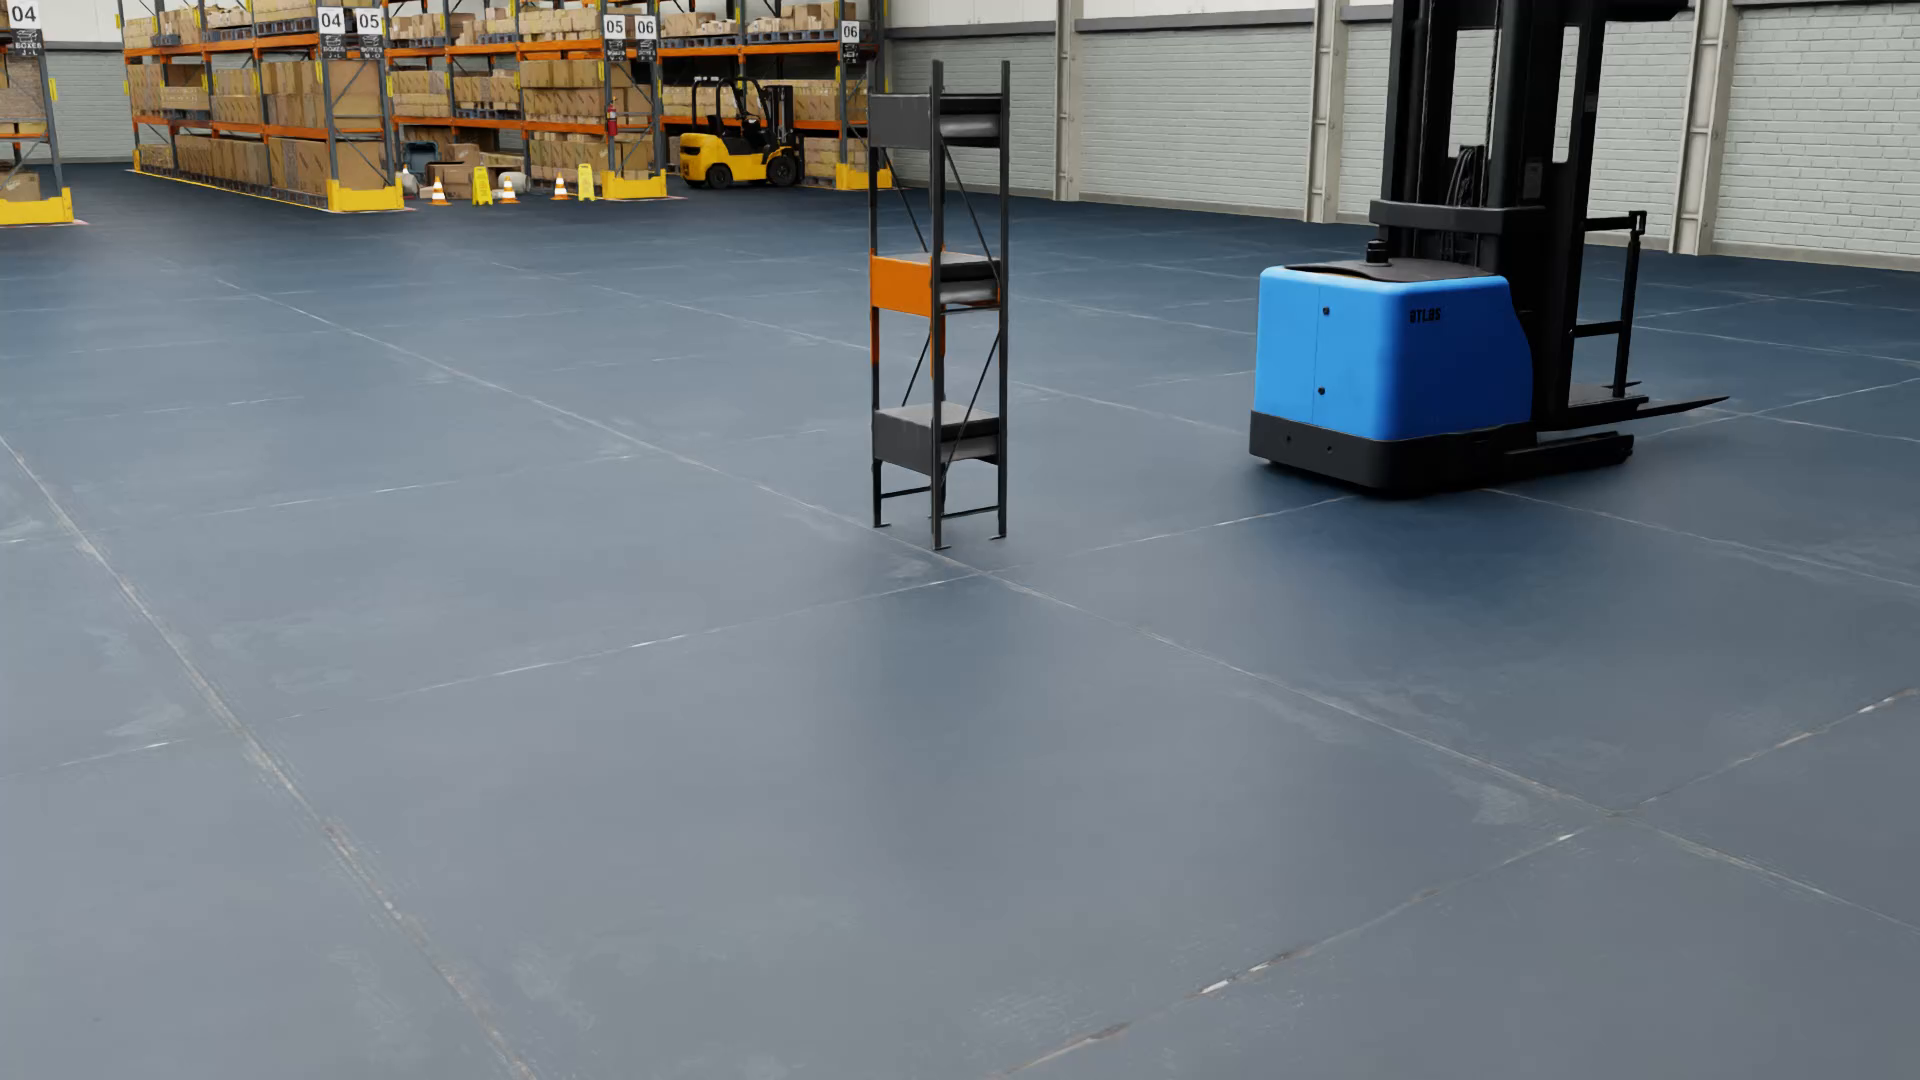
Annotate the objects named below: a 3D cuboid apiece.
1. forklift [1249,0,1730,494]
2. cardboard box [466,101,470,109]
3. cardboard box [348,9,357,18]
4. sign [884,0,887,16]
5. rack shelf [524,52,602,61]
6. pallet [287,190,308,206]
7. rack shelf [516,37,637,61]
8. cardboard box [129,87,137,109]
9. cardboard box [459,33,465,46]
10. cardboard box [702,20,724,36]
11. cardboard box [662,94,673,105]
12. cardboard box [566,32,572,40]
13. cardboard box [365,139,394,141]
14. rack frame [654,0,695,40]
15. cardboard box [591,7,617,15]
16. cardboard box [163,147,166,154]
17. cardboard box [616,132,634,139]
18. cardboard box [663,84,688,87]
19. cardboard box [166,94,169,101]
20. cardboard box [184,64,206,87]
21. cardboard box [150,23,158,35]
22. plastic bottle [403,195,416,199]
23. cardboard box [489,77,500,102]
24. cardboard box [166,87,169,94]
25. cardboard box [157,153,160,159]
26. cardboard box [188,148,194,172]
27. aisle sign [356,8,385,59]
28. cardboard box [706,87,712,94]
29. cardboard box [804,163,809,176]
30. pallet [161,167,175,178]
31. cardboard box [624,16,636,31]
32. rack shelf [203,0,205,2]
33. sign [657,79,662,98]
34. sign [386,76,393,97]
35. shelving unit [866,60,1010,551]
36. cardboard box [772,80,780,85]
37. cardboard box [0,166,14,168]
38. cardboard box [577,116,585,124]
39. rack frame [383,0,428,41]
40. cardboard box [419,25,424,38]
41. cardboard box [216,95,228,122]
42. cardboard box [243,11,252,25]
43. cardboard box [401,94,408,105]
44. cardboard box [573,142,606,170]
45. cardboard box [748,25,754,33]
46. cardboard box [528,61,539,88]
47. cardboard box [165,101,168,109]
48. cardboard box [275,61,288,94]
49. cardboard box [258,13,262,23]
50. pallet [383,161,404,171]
[{"bbox_3d":[3.094,-1.915,9.020,3.031,2.935,1.130,-9,18,-30],"label":"forklift"},{"bbox_3d":[-10.349,-9.310,35.590,0.380,0.149,0.250,-12,20,-38],"label":"cardboard box"},{"bbox_3d":[-9.836,-8.659,27.341,0.380,0.149,0.250,-11,19,-34],"label":"cardboard box"},{"bbox_3d":[-1.484,-10.512,32.815,0.100,0.325,0.005,-11,19,-35],"label":"sign"},{"bbox_3d":[-10.168,-12.610,43.648,1.077,0.370,4.000,-11,19,-35],"label":"rack shelf"},{"bbox_3d":[-11.140,-6.034,29.221,1.003,0.211,1.213,-11,19,-35],"label":"pallet"},{"bbox_3d":[-7.125,-9.277,31.468,1.077,0.370,4.000,-11,19,-35],"label":"rack shelf"},{"bbox_3d":[-19.261,-10.429,39.246,0.500,0.500,0.500,-10,18,-32],"label":"cardboard box"},{"bbox_3d":[-10.455,-10.692,35.531,0.396,0.266,0.258,-11,19,-35],"label":"cardboard box"},{"bbox_3d":[-5.362,-11.310,36.720,0.500,0.311,0.500,-12,19,-36],"label":"cardboard box"},{"bbox_3d":[-6.597,-10.261,38.723,0.500,0.250,0.500,-11,19,-35],"label":"cardboard box"},{"bbox_3d":[-7.115,-9.386,30.981,0.380,0.149,0.250,-11,19,-36],"label":"cardboard box"},{"bbox_3d":[-14.888,-10.008,42.516,0.875,0.438,0.875,-12,19,-36],"label":"cardboard box"},{"bbox_3d":[-6.640,-13.123,38.476,1.000,3.000,0.127,-11,19,-35],"label":"rack frame"},{"bbox_3d":[-6.387,-9.486,29.837,0.380,0.149,0.250,-11,19,-34],"label":"cardboard box"},{"bbox_3d":[-17.703,-8.773,37.424,0.380,0.149,0.250,-11,19,-35],"label":"cardboard box"},{"bbox_3d":[-8.322,-10.059,41.359,0.380,0.149,0.250,-11,19,-35],"label":"cardboard box"},{"bbox_3d":[-6.816,-10.614,39.690,0.500,0.500,0.500,-10,18,-32],"label":"cardboard box"},{"bbox_3d":[-16.783,-9.481,35.653,0.380,0.149,0.250,-10,18,-33],"label":"cardboard box"},{"bbox_3d":[-17.017,-10.330,36.991,0.500,0.500,0.500,-10,18,-33],"label":"cardboard box"},{"bbox_3d":[-17.426,-11.197,36.459,0.500,0.250,0.500,-12,19,-37],"label":"cardboard box"},{"bbox_3d":[-10.036,-6.233,30.234,0.133,0.061,0.283,10,18,33],"label":"plastic bottle"},{"bbox_3d":[-9.349,-9.278,34.244,0.500,0.500,0.500,-10,18,-33],"label":"cardboard box"},{"bbox_3d":[-16.772,-9.621,35.600,0.380,0.149,0.250,-11,19,-34],"label":"cardboard box"},{"bbox_3d":[-18.381,-8.925,38.544,0.380,0.149,0.250,-10,18,-32],"label":"cardboard box"},{"bbox_3d":[-16.098,-8.098,35.420,0.500,0.500,0.500,-10,18,-34],"label":"cardboard box"},{"bbox_3d":[-9.609,-8.245,27.094,0.394,0.787,0.004,-11,19,-35],"label":"aisle sign"},{"bbox_3d":[-5.444,-10.043,37.169,0.380,0.149,0.250,-11,19,-34],"label":"cardboard box"},{"bbox_3d":[-3.039,-7.664,34.310,0.500,0.250,0.500,-11,19,-34],"label":"cardboard box"},{"bbox_3d":[-17.373,-8.315,37.557,1.003,0.211,1.213,-11,19,-35],"label":"pallet"},{"bbox_3d":[-6.029,-9.416,30.337,0.500,0.250,0.500,-11,19,-36],"label":"cardboard box"},{"bbox_3d":[-15.773,-11.449,34.480,1.077,0.370,4.000,-11,19,-35],"label":"rack shelf"},{"bbox_3d":[-5.510,-8.251,30.402,0.100,0.325,0.005,-11,19,-35],"label":"sign"},{"bbox_3d":[-9.441,-7.500,27.508,0.100,0.325,0.005,-11,19,-35],"label":"sign"},{"bbox_3d":[-0.097,-1.048,7.428,0.431,2.100,0.503,-11,19,-35],"label":"shelving unit"},{"bbox_3d":[-3.714,-9.548,34.799,0.380,0.149,0.250,-11,19,-35],"label":"cardboard box"},{"bbox_3d":[-15.771,-5.850,27.207,0.500,0.500,0.500,-5,16,-17],"label":"cardboard box"},{"bbox_3d":[-6.890,-7.820,30.943,0.380,0.149,0.250,-10,18,-34],"label":"cardboard box"},{"bbox_3d":[-13.005,-13.206,38.779,1.000,3.000,0.127,-11,19,-35],"label":"rack frame"},{"bbox_3d":[-11.746,-11.282,36.893,0.396,0.266,0.258,-11,19,-36],"label":"cardboard box"},{"bbox_3d":[-14.250,-8.470,32.652,0.500,0.500,0.500,-11,19,-35],"label":"cardboard box"},{"bbox_3d":[-12.790,-9.565,30.459,0.500,0.250,0.500,-11,19,-34],"label":"cardboard box"},{"bbox_3d":[-12.645,-10.236,38.631,0.500,0.250,0.500,-11,18,-34],"label":"cardboard box"},{"bbox_3d":[-6.940,-7.229,31.300,0.500,0.500,0.500,-10,18,-33],"label":"cardboard box"},{"bbox_3d":[-4.270,-10.809,35.194,0.380,0.149,0.250,-10,18,-33],"label":"cardboard box"},{"bbox_3d":[-7.935,-9.038,32.268,0.700,0.500,0.500,-11,19,-34],"label":"cardboard box"},{"bbox_3d":[-16.922,-9.390,35.881,0.380,0.149,0.250,-11,18,-34],"label":"cardboard box"},{"bbox_3d":[-11.433,-8.087,29.111,0.875,0.550,0.550,-11,19,-35],"label":"cardboard box"},{"bbox_3d":[-12.152,-9.205,29.334,0.380,0.149,0.250,-11,19,-34],"label":"cardboard box"},{"bbox_3d":[-13.388,-9.142,40.577,1.003,0.211,1.213,-11,19,-35],"label":"pallet"}]
